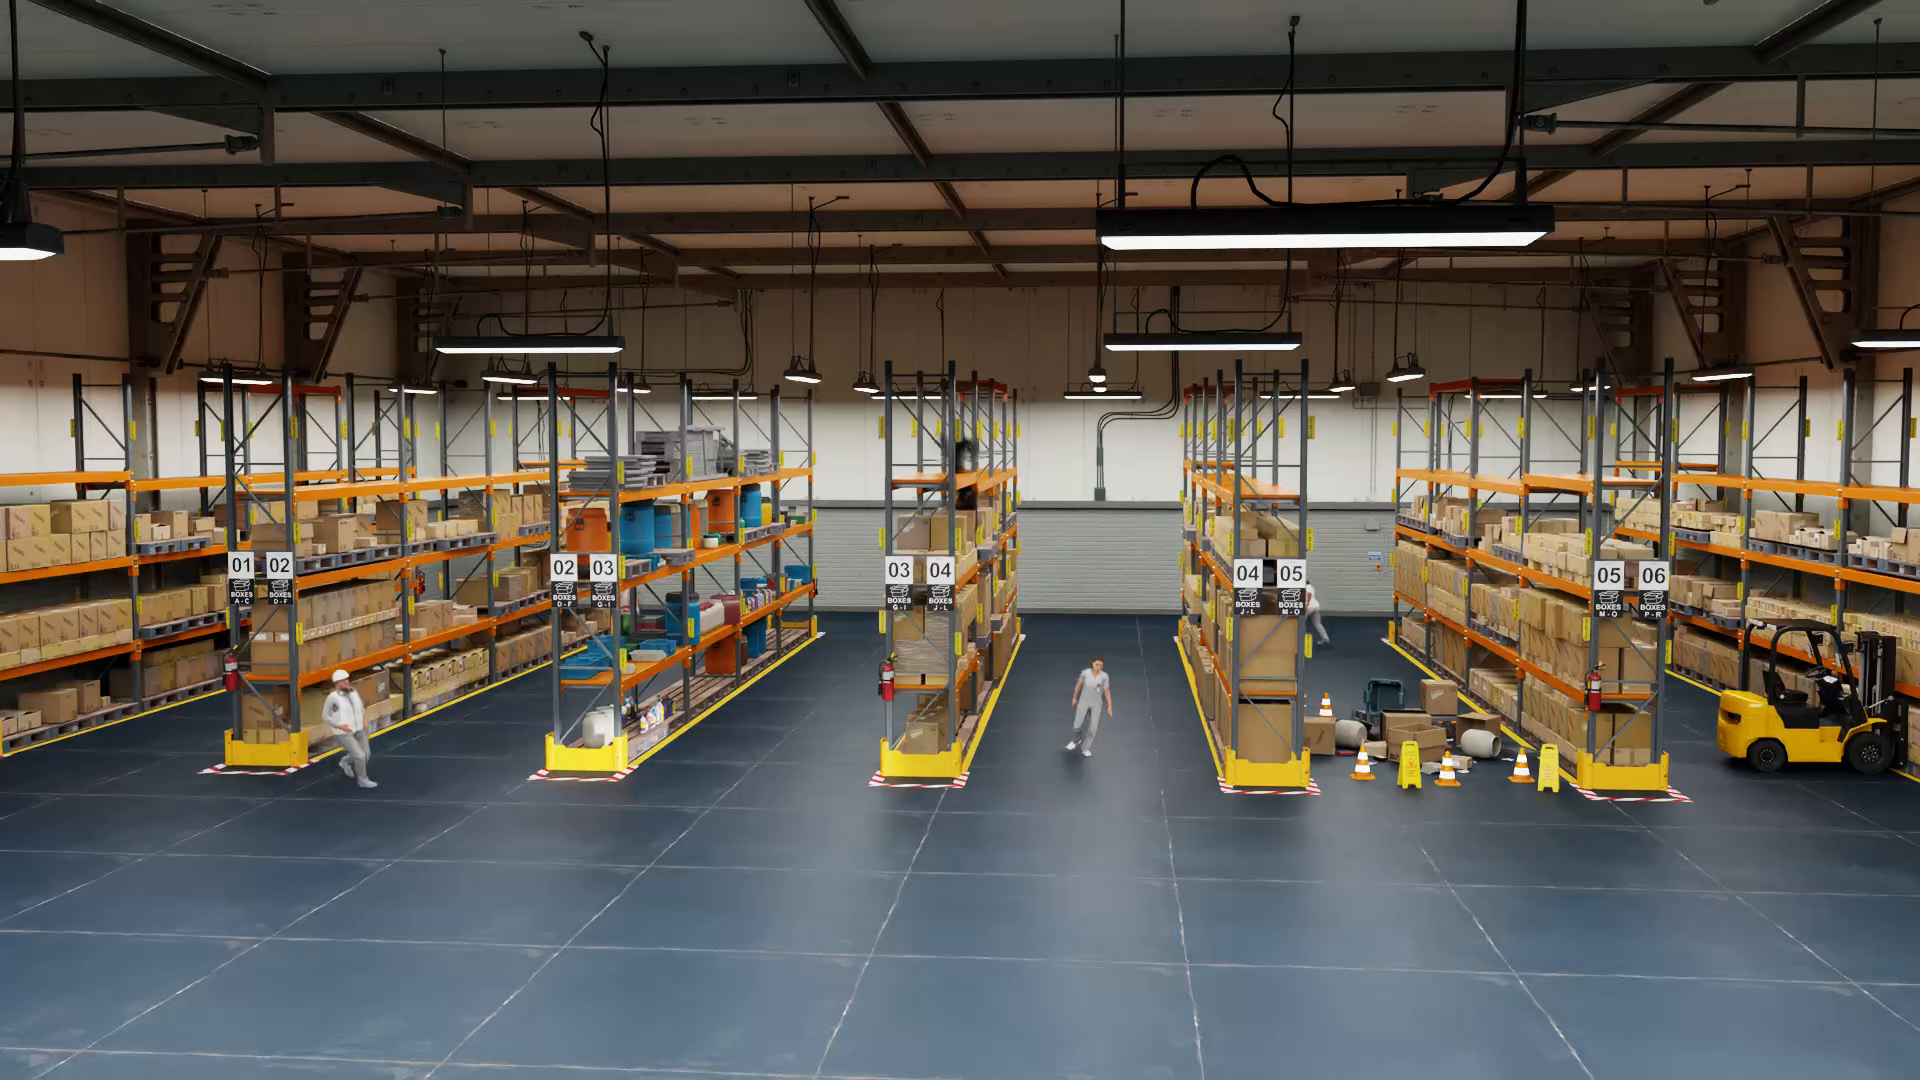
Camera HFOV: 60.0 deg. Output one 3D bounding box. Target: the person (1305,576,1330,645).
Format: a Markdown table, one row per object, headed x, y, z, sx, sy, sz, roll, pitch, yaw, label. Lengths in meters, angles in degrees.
| x | y | z | sx | sy | sz | roll | pitch | yaw | label |
| --- | --- | --- | --- | --- | --- | --- | --- | --- | --- |
| 8.141 | 1.657 | 38.601 | 0.601 | 1.642 | 0.947 | -3 | 5 | -41 | person |

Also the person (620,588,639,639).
| x | y | z | sx | sy | sz | roll | pitch | yaw | label |
| --- | --- | --- | --- | --- | --- | --- | --- | --- | --- |
| -7.522 | 1.669 | 37.134 | 0.638 | 1.800 | 0.812 | 0 | 4 | 3 | person |

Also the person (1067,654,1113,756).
| x | y | z | sx | sy | sz | roll | pitch | yaw | label |
| --- | --- | --- | --- | --- | --- | --- | --- | --- | --- |
| 1.987 | 2.517 | 25.465 | 0.690 | 1.594 | 0.586 | 0 | 4 | 3 | person |

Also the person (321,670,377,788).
| x | y | z | sx | sy | sz | roll | pitch | yaw | label |
| --- | --- | --- | --- | --- | --- | --- | --- | --- | --- |
| -8.596 | 2.635 | 23.194 | 0.692 | 1.697 | 0.695 | 2 | 4 | 29 | person |
